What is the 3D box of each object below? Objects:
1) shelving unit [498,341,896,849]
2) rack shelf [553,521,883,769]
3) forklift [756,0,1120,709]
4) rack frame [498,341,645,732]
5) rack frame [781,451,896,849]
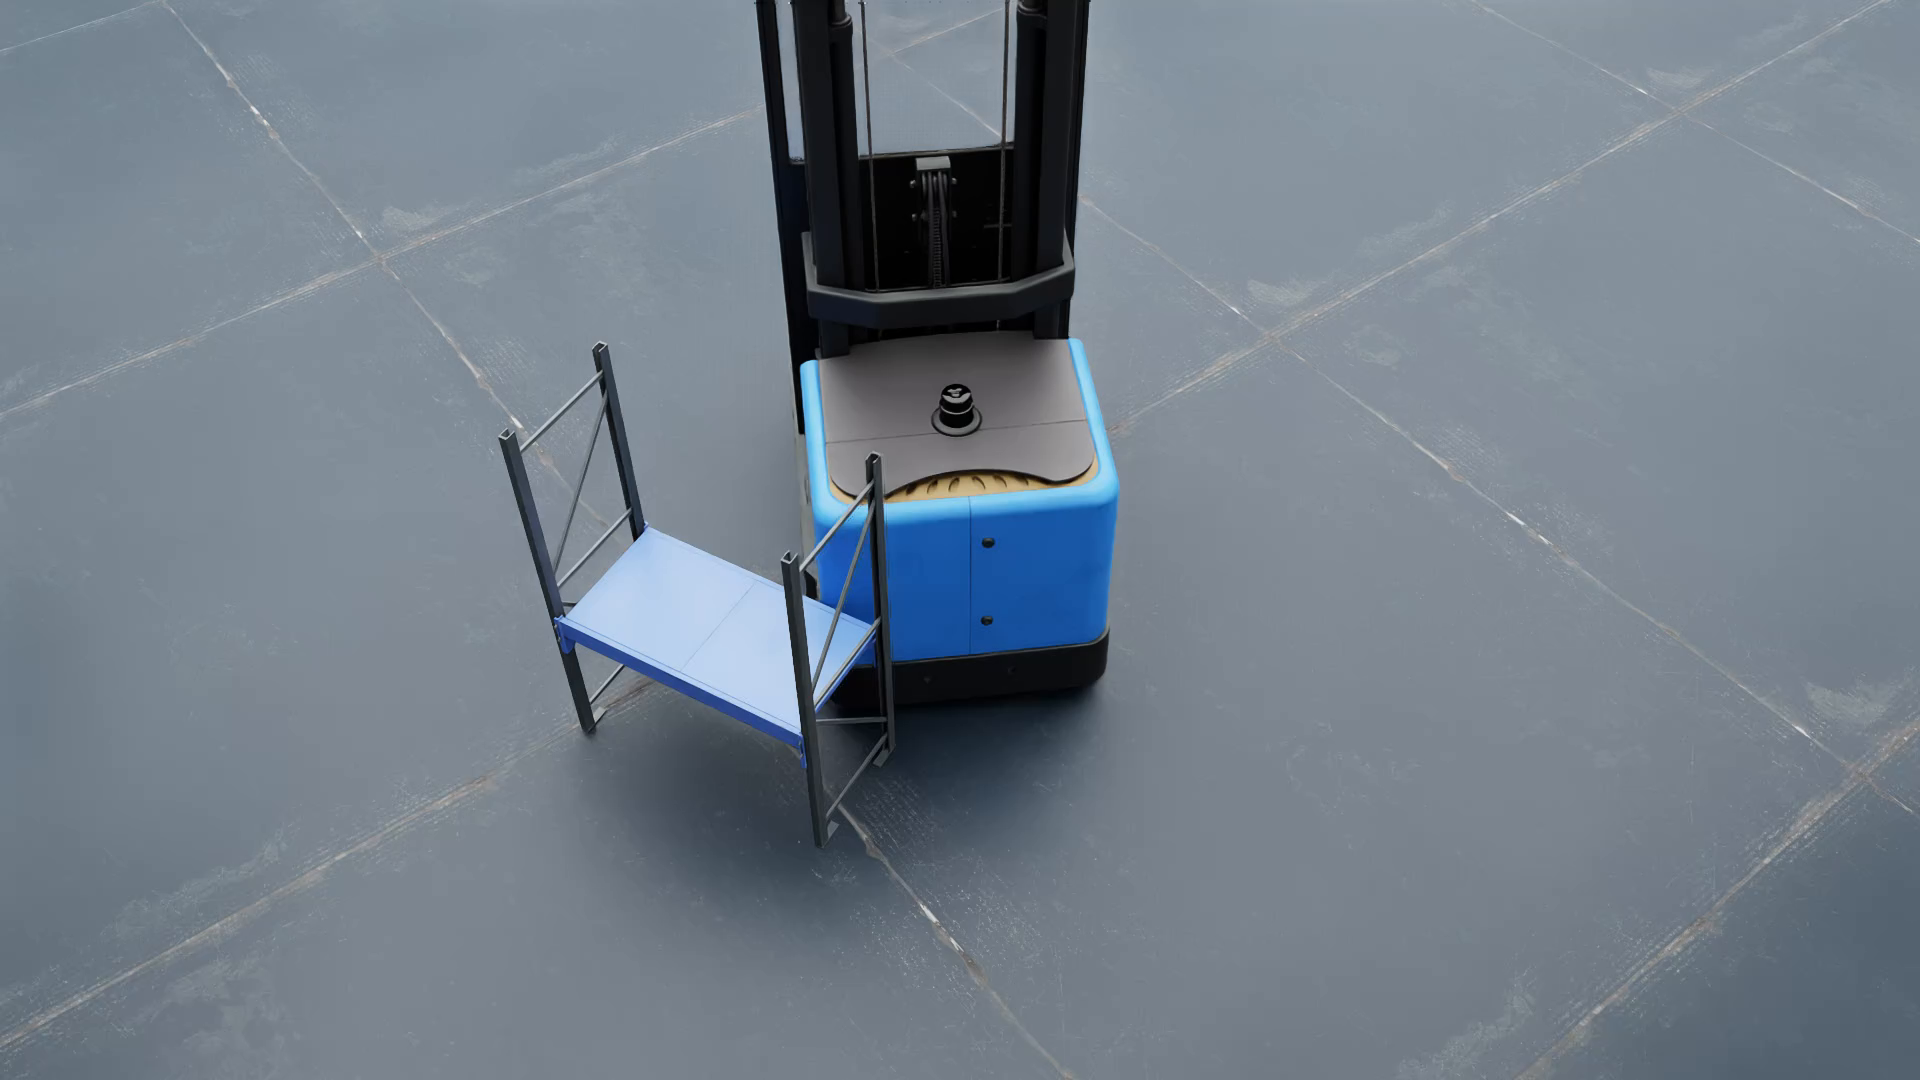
[{"bbox_3d":[-0.813,0.220,5.537,1.048,1.500,0.538,23,52,19],"label":"shelving unit"},{"bbox_3d":[-0.813,0.341,5.671,1.000,0.185,0.538,23,52,19],"label":"rack shelf"},{"bbox_3d":[-0.152,-1.470,6.103,1.130,2.935,3.031,-5,48,-5],"label":"forklift"},{"bbox_3d":[-1.257,0.036,5.704,0.032,1.500,0.500,23,52,19],"label":"rack frame"},{"bbox_3d":[-0.370,0.404,5.370,0.032,1.500,0.500,23,52,19],"label":"rack frame"}]
